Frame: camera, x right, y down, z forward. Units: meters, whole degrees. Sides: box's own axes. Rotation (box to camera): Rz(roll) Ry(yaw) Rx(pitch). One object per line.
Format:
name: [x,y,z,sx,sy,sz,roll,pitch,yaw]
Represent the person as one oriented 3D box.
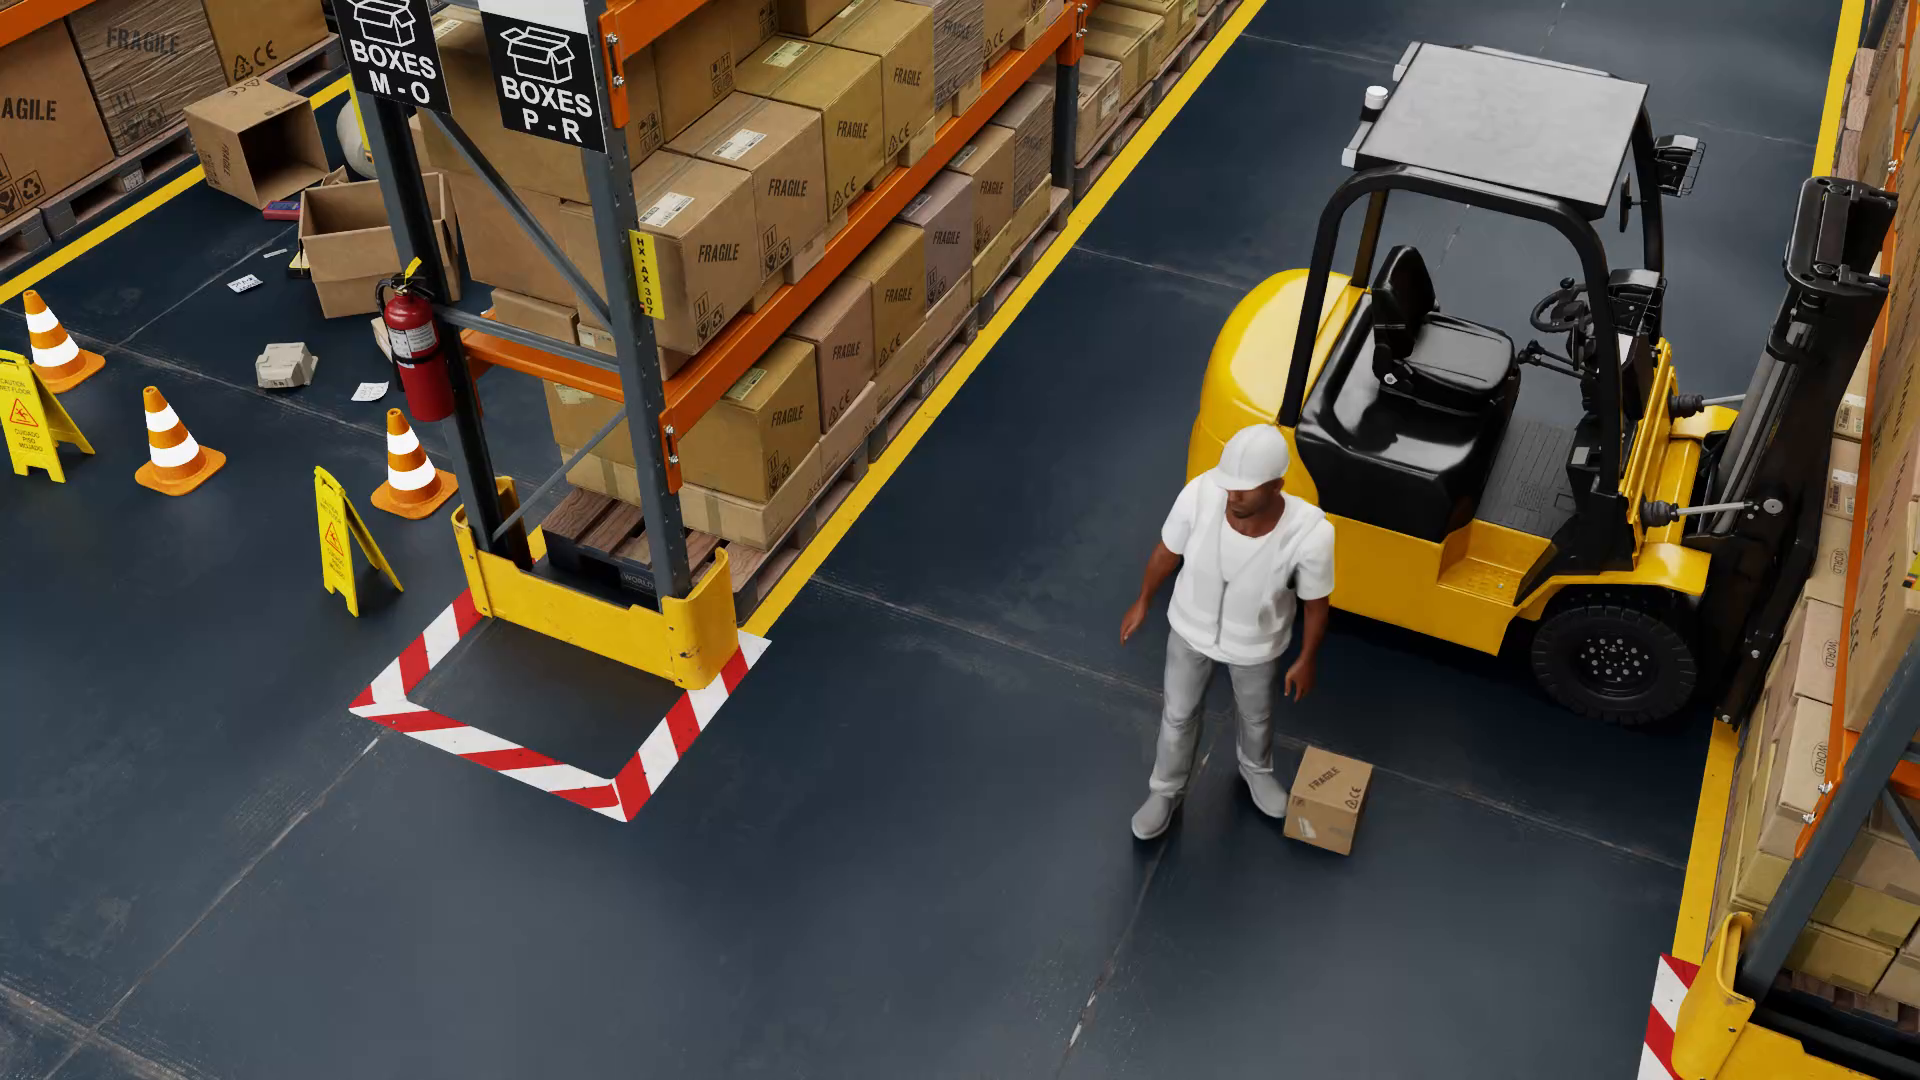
person: [0.893,0.339,5.739,0.699,1.767,0.577,17,44,18]
